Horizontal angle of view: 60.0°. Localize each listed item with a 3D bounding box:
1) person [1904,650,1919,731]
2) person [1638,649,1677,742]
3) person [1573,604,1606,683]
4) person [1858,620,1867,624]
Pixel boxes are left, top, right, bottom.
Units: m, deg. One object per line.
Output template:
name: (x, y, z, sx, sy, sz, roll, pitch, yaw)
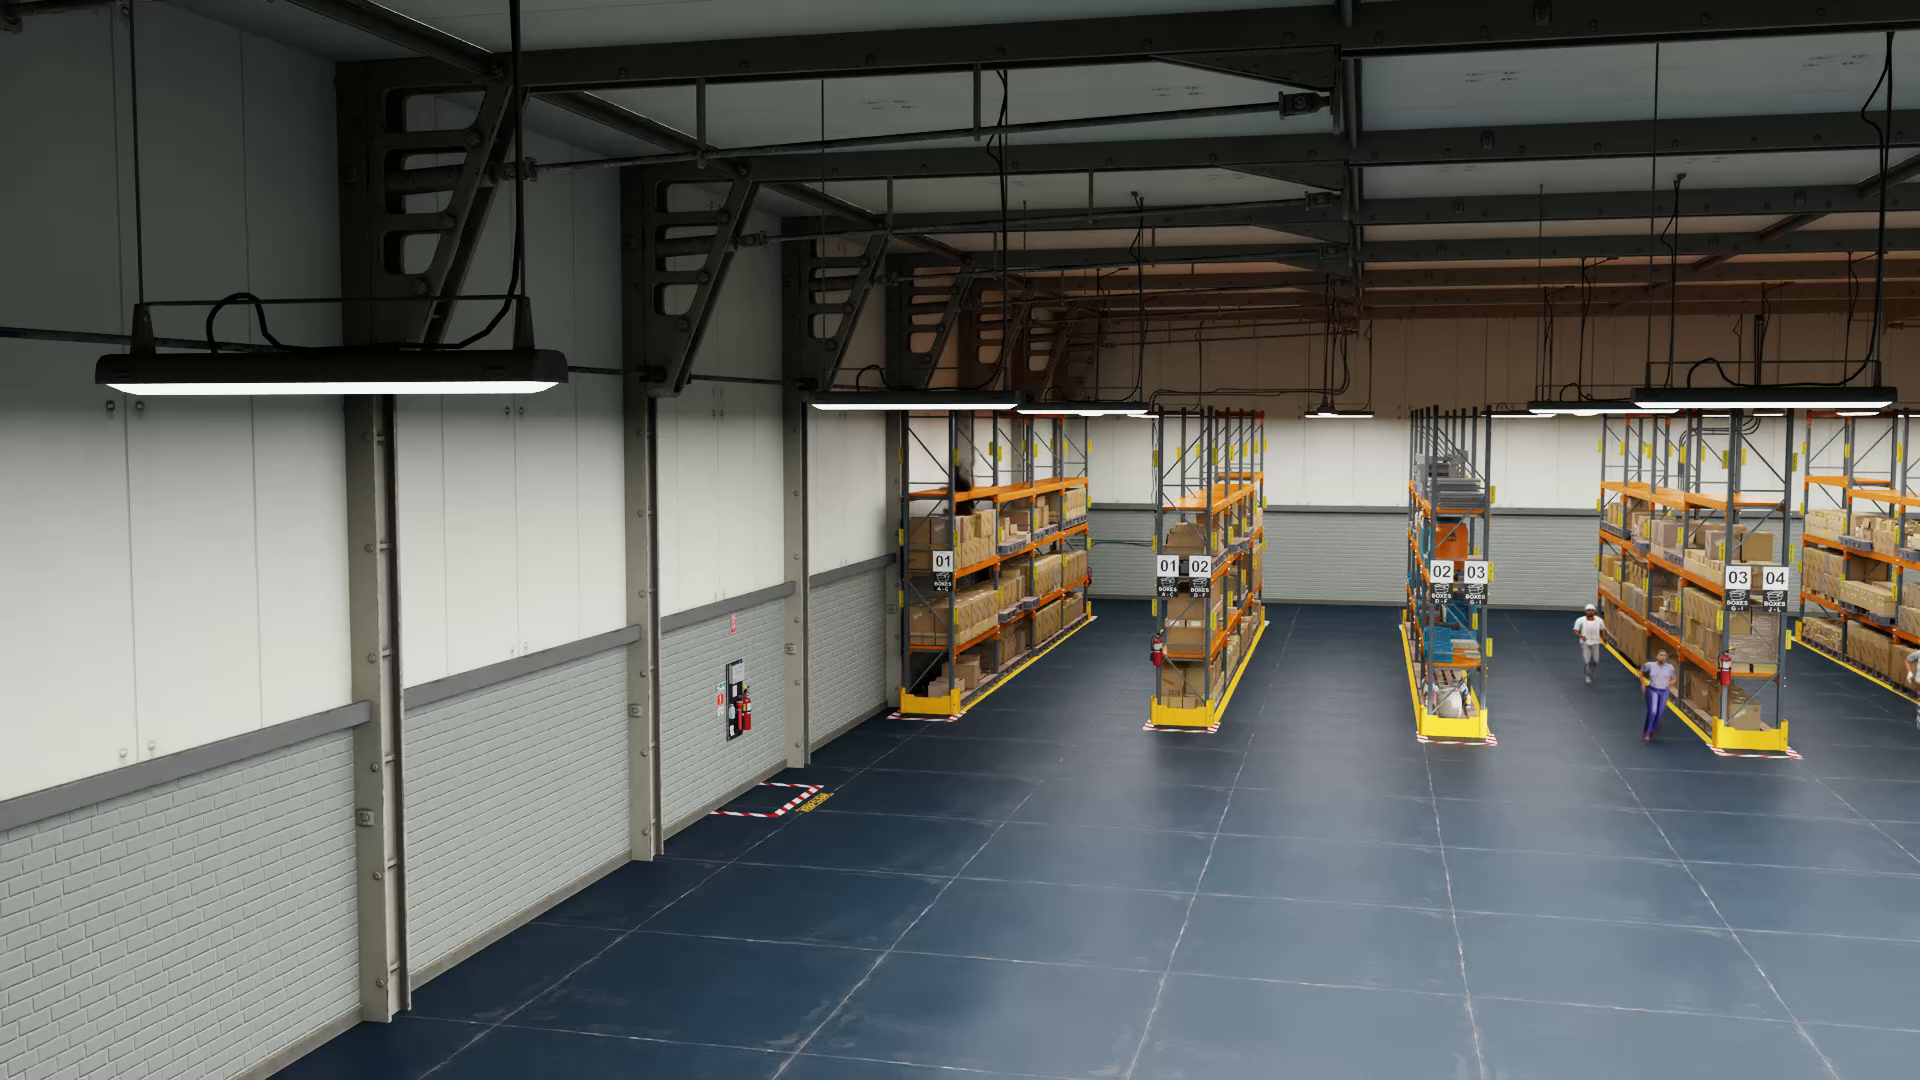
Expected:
person: (17.746, 2.642, 30.469, 0.640, 1.785, 0.700, 0, 4, 6)
person: (12.512, 2.796, 29.800, 0.603, 1.678, 0.705, 1, 4, 7)
person: (13.751, 2.262, 36.277, 0.698, 1.723, 0.579, 1, 4, 12)
person: (23.694, 1.757, 43.518, 0.690, 1.694, 0.555, -1, 4, -20)
